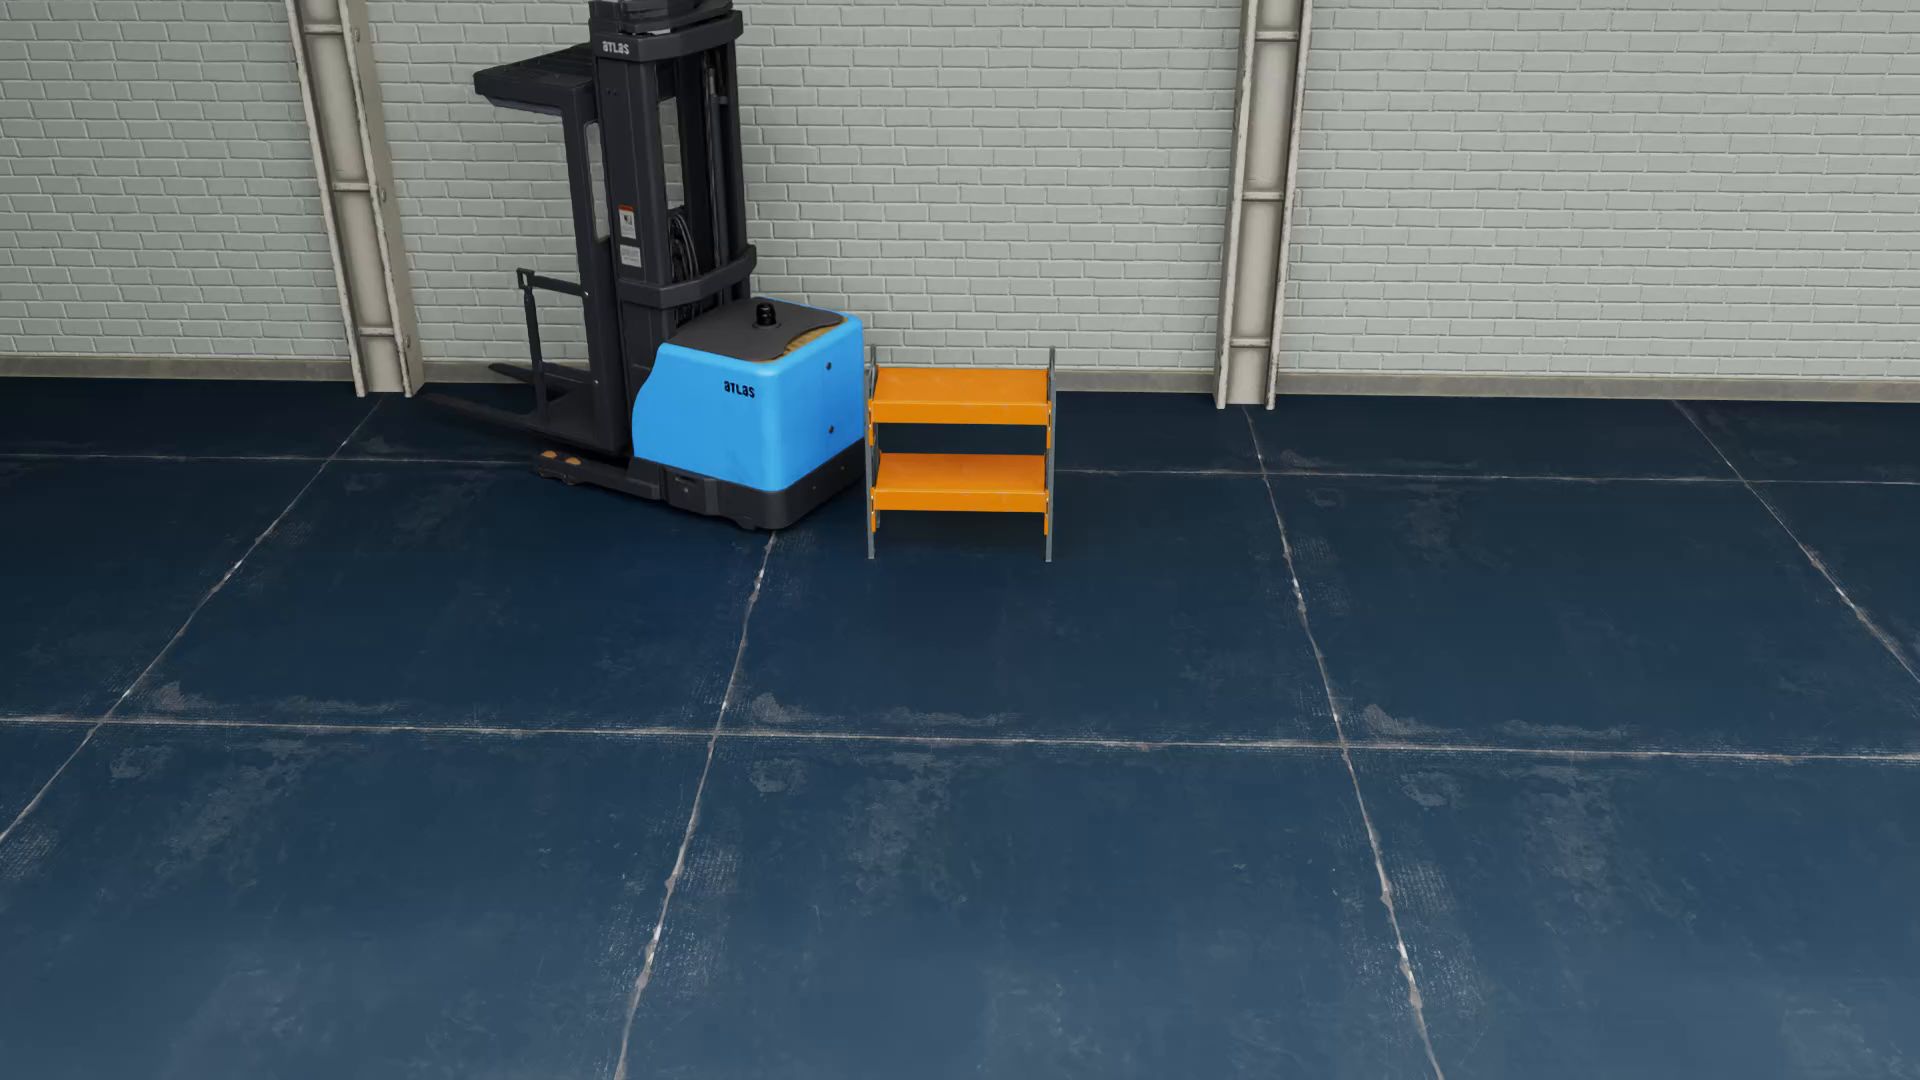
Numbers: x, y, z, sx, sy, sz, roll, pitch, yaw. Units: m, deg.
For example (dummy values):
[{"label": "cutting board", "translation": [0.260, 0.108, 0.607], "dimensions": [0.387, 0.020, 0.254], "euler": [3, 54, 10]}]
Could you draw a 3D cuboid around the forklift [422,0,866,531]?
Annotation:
[{"label": "forklift", "translation": [-2.106, -1.839, 10.090], "dimensions": [3.031, 2.935, 1.130], "euler": [15, 31, 26]}]

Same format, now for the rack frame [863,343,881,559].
[{"label": "rack frame", "translation": [-0.501, -0.505, 9.502], "dimensions": [0.032, 1.125, 0.500], "euler": [1, 28, 2]}]

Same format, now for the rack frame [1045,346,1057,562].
[{"label": "rack frame", "translation": [0.515, -0.488, 9.470], "dimensions": [0.032, 1.125, 0.500], "euler": [1, 28, 2]}]

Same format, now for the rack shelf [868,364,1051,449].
[{"label": "rack shelf", "translation": [0.007, -0.755, 9.349], "dimensions": [1.000, 0.278, 0.538], "euler": [1, 28, 2]}]

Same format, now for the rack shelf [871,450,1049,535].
[{"label": "rack shelf", "translation": [0.007, -0.281, 9.601], "dimensions": [1.000, 0.278, 0.538], "euler": [1, 28, 2]}]

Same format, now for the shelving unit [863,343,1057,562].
[{"label": "shelving unit", "translation": [0.007, -0.497, 9.486], "dimensions": [1.048, 1.125, 0.538], "euler": [1, 28, 2]}]

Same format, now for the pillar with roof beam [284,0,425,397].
[{"label": "pillar with roof beam", "translation": [-4.176, -3.036, 5.869], "dimensions": [0.400, 9.000, 9.100], "euler": [1, 28, 2]}]

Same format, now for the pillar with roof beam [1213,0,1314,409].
[{"label": "pillar with roof beam", "translation": [1.820, -2.937, 5.682], "dimensions": [0.400, 9.000, 9.100], "euler": [1, 28, 2]}]
